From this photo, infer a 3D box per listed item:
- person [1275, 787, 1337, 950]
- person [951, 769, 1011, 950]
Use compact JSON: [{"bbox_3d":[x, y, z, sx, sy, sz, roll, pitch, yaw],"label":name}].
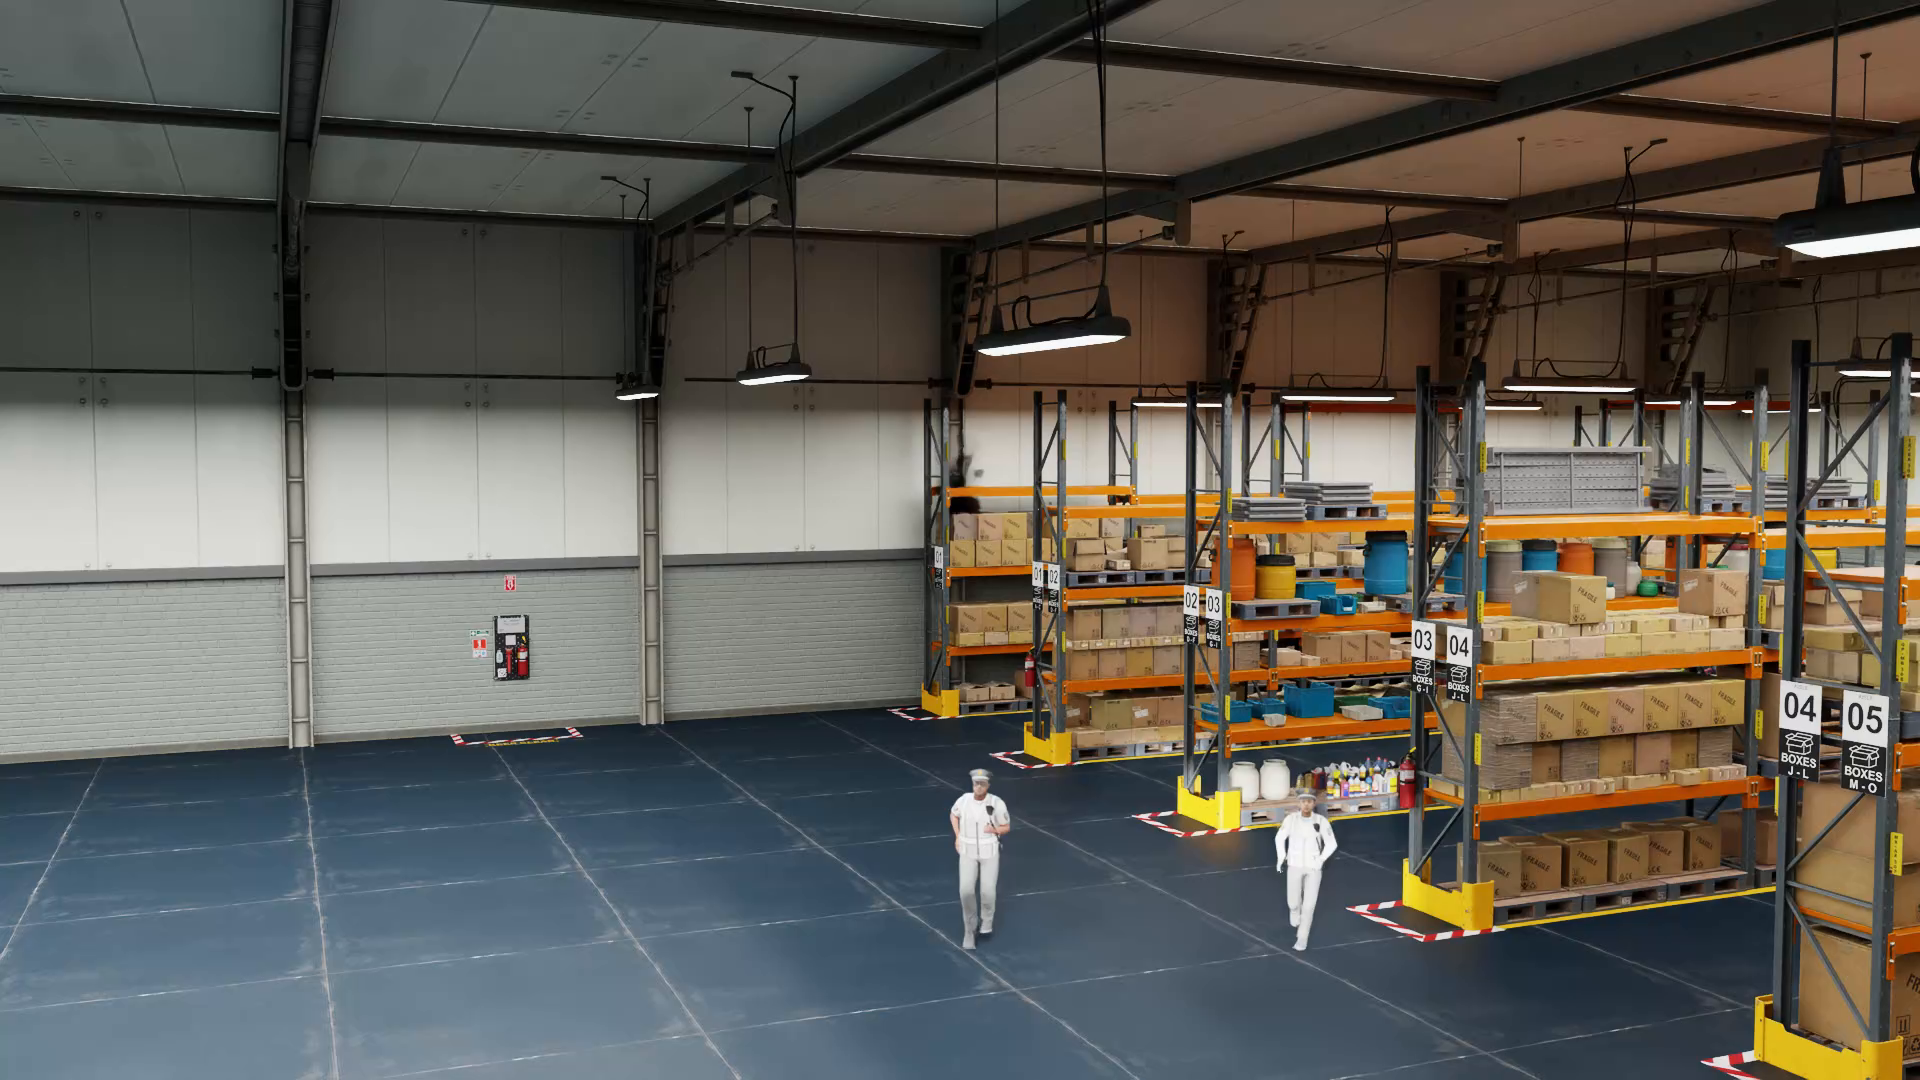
[{"bbox_3d":[3.548,3.344,17.077,0.628,1.658,0.558,1,3,16],"label":"person"},{"bbox_3d":[0.200,3.275,17.162,0.633,1.851,0.745,0,3,4],"label":"person"}]
